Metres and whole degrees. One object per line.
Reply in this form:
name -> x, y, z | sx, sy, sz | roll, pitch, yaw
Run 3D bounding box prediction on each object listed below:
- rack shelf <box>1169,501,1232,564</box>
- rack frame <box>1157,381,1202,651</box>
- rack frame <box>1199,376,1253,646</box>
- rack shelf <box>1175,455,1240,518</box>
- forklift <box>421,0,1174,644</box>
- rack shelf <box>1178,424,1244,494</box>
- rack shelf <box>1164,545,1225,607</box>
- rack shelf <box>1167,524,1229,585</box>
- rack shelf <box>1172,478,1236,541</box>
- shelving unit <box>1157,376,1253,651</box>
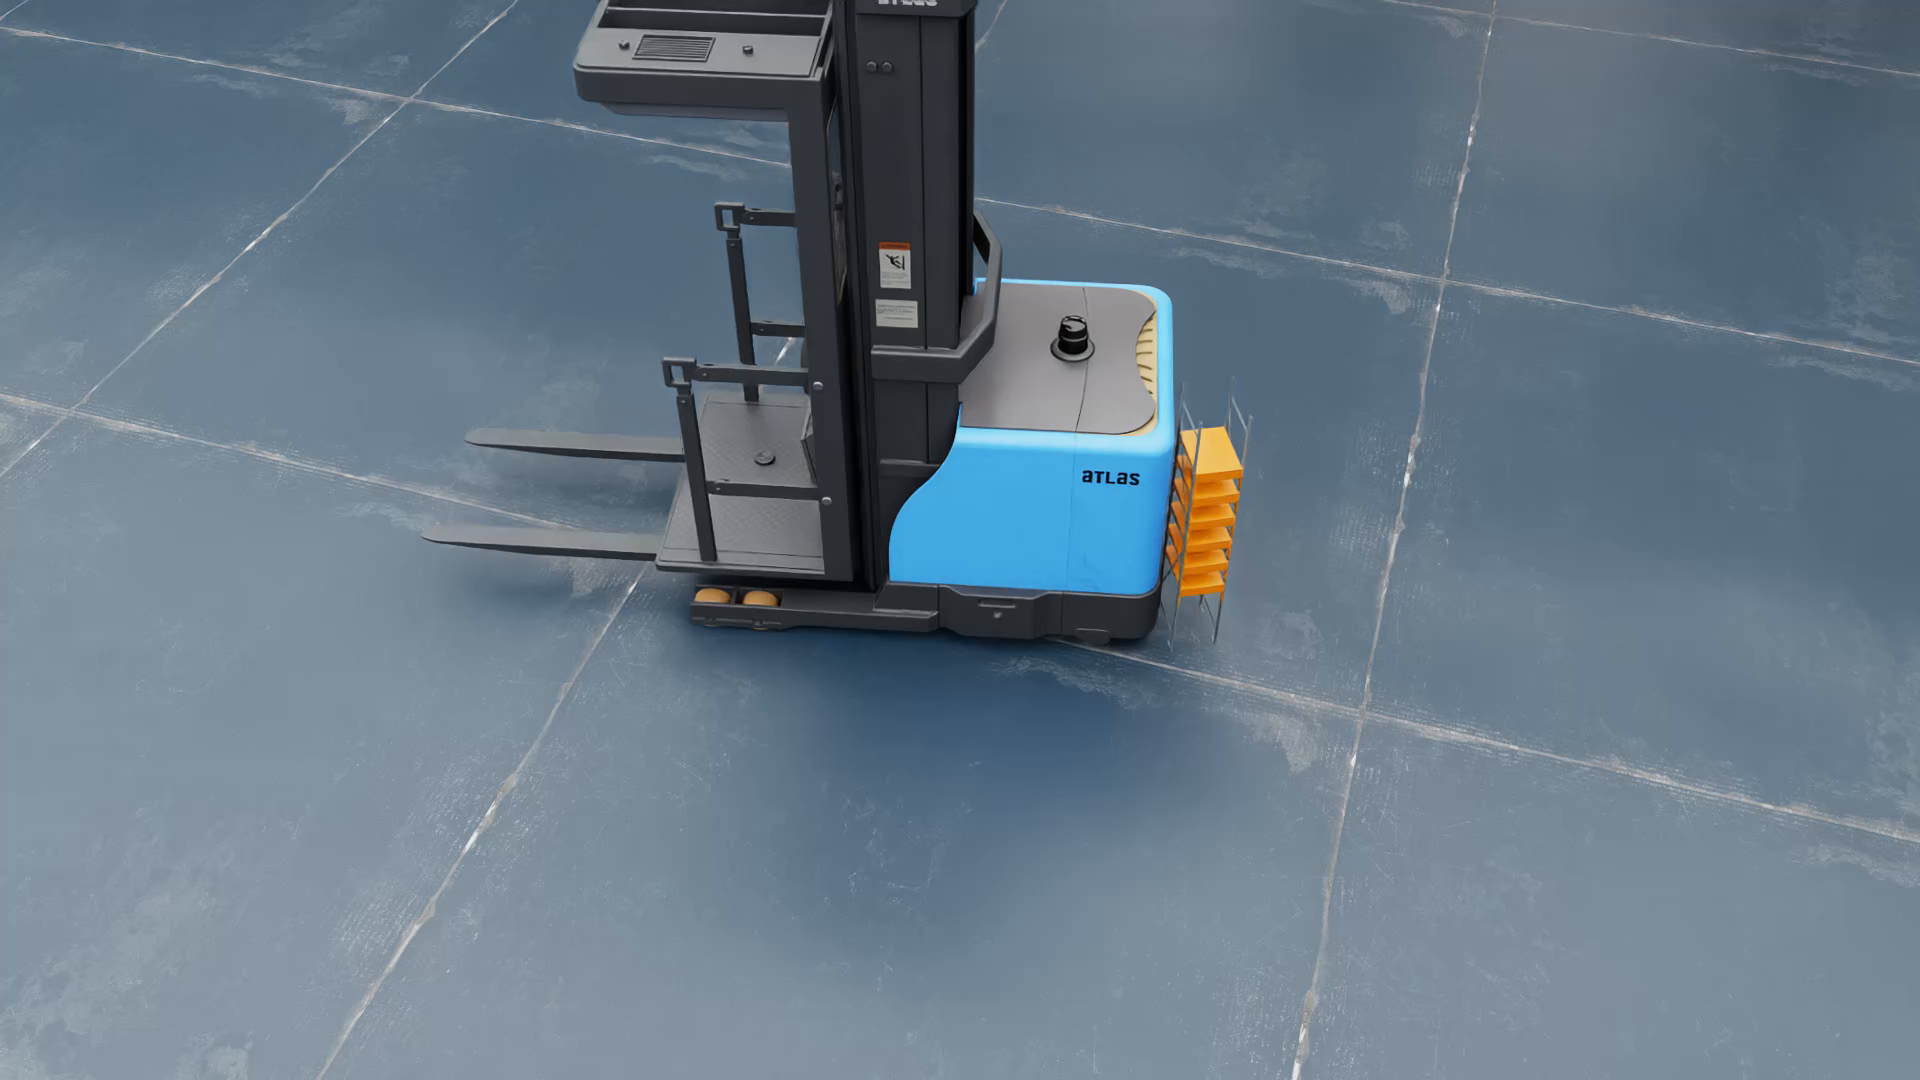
rack shelf -> 0.921, -0.042, 6.397 | 0.180, 0.103, 0.258 | -7, 45, -7
rack frame -> 0.831, -0.063, 6.356 | 0.006, 1.200, 0.240 | -7, 45, -7
rack frame -> 1.011, -0.084, 6.377 | 0.006, 1.200, 0.240 | -7, 45, -7
rack shelf -> 0.921, -0.213, 6.230 | 0.180, 0.103, 0.258 | -7, 45, -7
forklift -> -0.686, -1.047, 6.123 | 3.031, 2.935, 1.130 | 3, 44, 3
rack shelf -> 0.921, -0.299, 6.146 | 0.180, 0.103, 0.258 | -7, 45, -7
rack shelf -> 0.921, 0.130, 6.565 | 0.180, 0.103, 0.258 | -7, 45, -7
rack shelf -> 0.921, 0.044, 6.481 | 0.180, 0.103, 0.258 | -7, 45, -7
rack shelf -> 0.921, -0.128, 6.314 | 0.180, 0.103, 0.258 | -7, 45, -7
shelving unit -> 0.921, -0.074, 6.366 | 0.189, 1.200, 0.258 | -7, 45, -7
